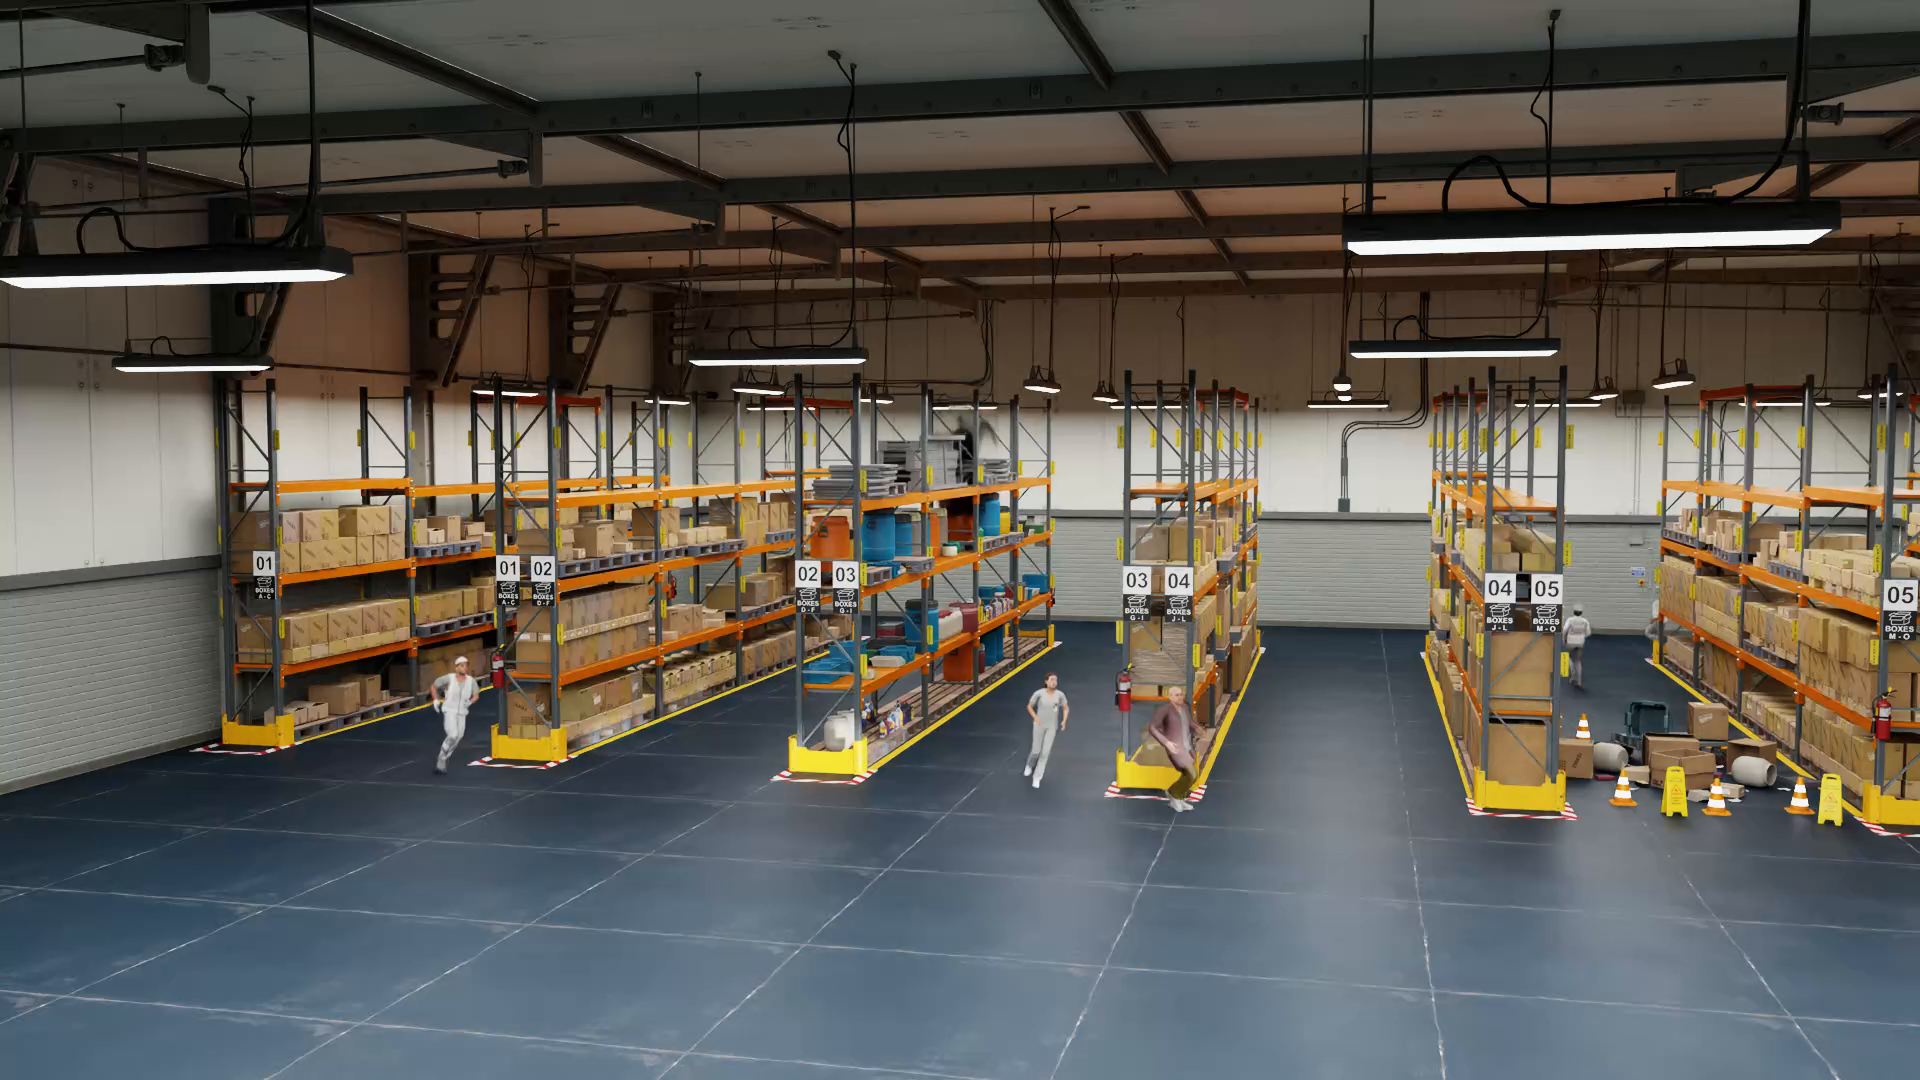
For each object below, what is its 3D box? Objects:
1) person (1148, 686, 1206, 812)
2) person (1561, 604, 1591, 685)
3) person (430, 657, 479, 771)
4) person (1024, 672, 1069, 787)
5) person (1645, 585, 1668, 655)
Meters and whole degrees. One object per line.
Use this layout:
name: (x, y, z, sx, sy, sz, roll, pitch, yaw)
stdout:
person: (2.944, 2.809, 22.234, 0.642, 1.715, 0.717, 3, 4, 40)
person: (12.578, 2.128, 34.031, 0.625, 1.650, 0.591, 0, 3, 6)
person: (-7.575, 2.616, 25.068, 0.666, 1.716, 0.637, -3, 4, -39)
person: (1.282, 2.737, 24.282, 0.633, 1.641, 0.683, 0, 3, -7)
person: (16.141, 1.844, 38.501, 0.505, 1.709, 0.752, 2, 4, 34)
